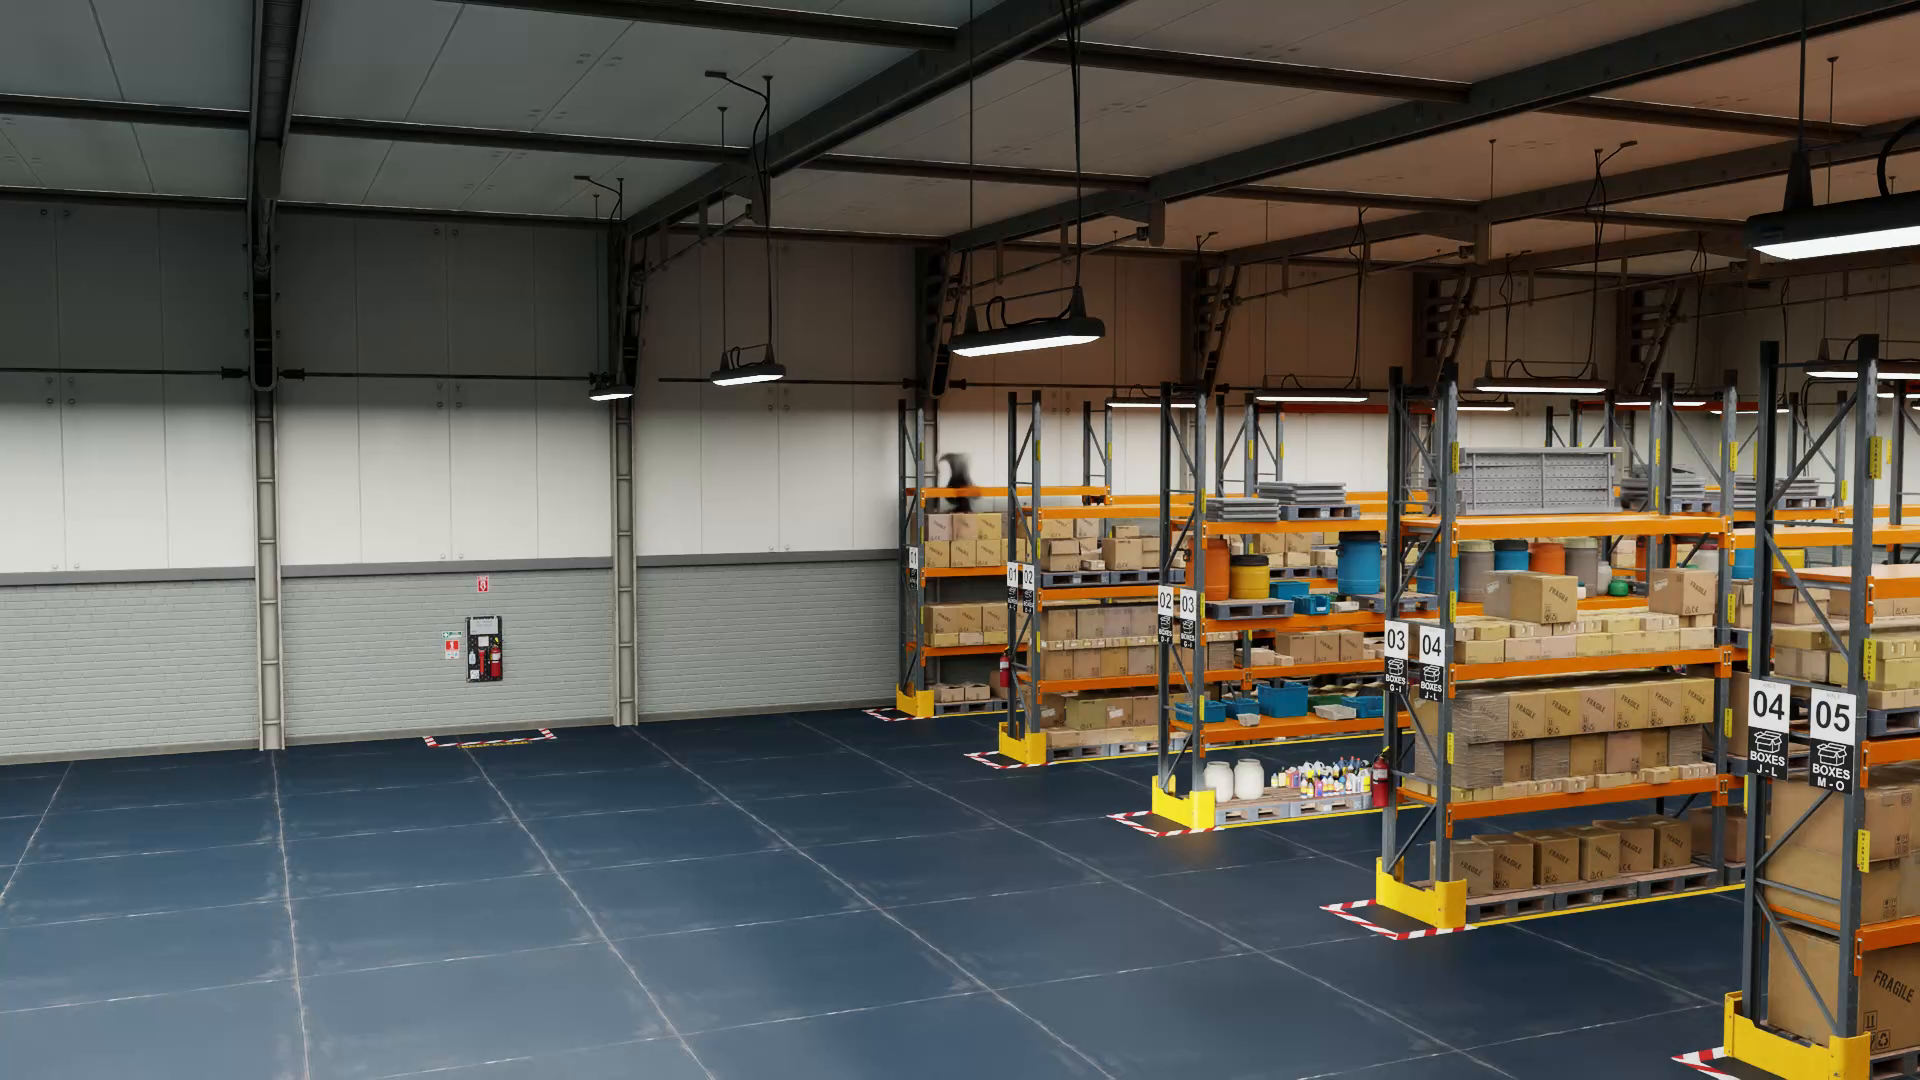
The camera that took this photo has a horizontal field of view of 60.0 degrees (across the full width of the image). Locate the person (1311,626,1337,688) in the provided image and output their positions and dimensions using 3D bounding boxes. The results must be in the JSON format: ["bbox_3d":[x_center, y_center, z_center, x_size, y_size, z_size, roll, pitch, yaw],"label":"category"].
[{"bbox_3d":[6.953,2.429,31.748,0.815,1.730,0.699,-1,3,-16],"label":"person"}]
